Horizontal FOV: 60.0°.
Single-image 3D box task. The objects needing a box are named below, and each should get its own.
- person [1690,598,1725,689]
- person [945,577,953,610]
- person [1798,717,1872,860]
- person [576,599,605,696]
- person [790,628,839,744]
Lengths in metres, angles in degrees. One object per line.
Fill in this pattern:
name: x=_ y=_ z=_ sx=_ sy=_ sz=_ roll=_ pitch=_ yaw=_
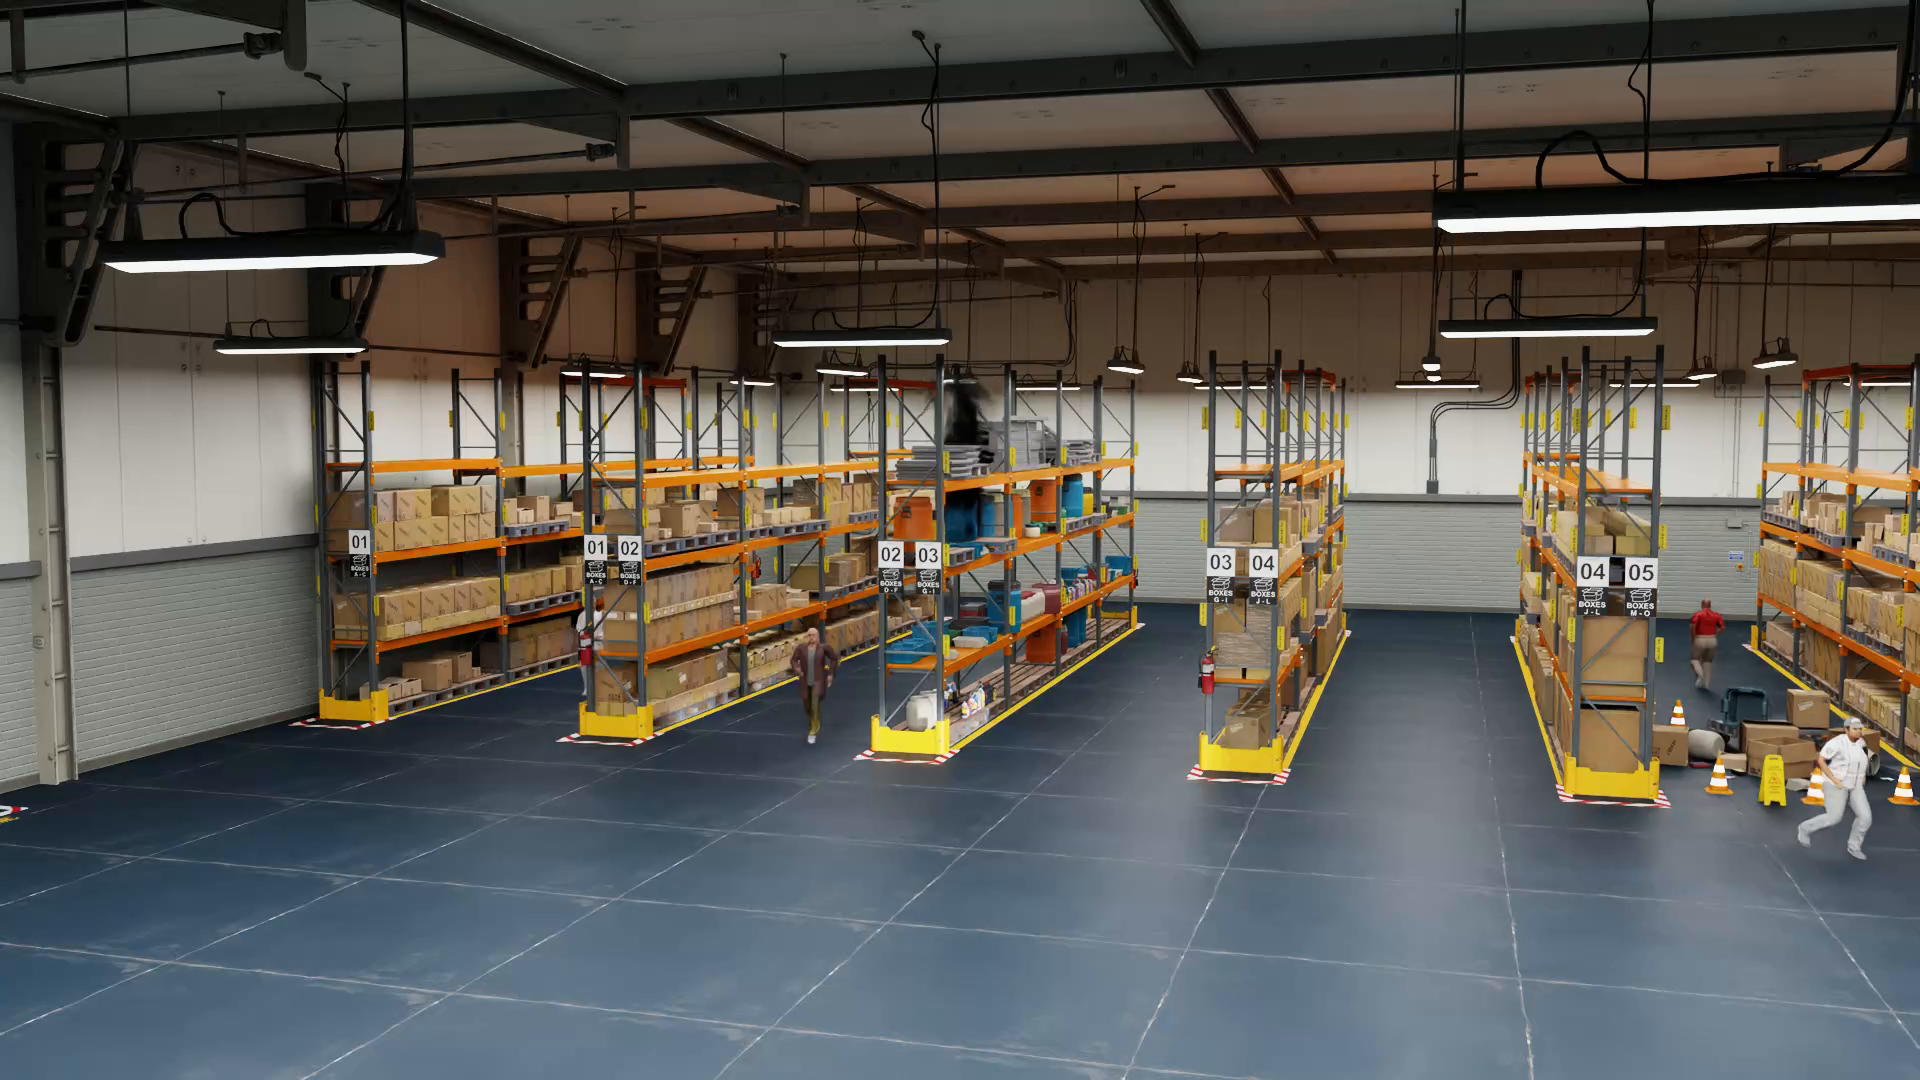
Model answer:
person: x=13.946 y=1.937 z=31.137 sx=0.664 sy=1.683 sz=0.594 roll=0 pitch=4 yaw=7
person: x=-0.414 y=1.085 z=42.957 sx=0.826 sy=1.759 sz=0.659 roll=2 pitch=5 yaw=27
person: x=10.188 y=2.855 z=19.253 sx=0.657 sy=1.661 sz=0.717 roll=-2 pitch=5 yaw=-25
person: x=-6.787 y=1.949 z=30.673 sx=0.711 sy=1.764 sz=0.880 roll=1 pitch=4 yaw=11
person: x=-2.310 y=2.270 z=26.226 sx=0.747 sy=1.791 sz=0.886 roll=1 pitch=4 yaw=10
